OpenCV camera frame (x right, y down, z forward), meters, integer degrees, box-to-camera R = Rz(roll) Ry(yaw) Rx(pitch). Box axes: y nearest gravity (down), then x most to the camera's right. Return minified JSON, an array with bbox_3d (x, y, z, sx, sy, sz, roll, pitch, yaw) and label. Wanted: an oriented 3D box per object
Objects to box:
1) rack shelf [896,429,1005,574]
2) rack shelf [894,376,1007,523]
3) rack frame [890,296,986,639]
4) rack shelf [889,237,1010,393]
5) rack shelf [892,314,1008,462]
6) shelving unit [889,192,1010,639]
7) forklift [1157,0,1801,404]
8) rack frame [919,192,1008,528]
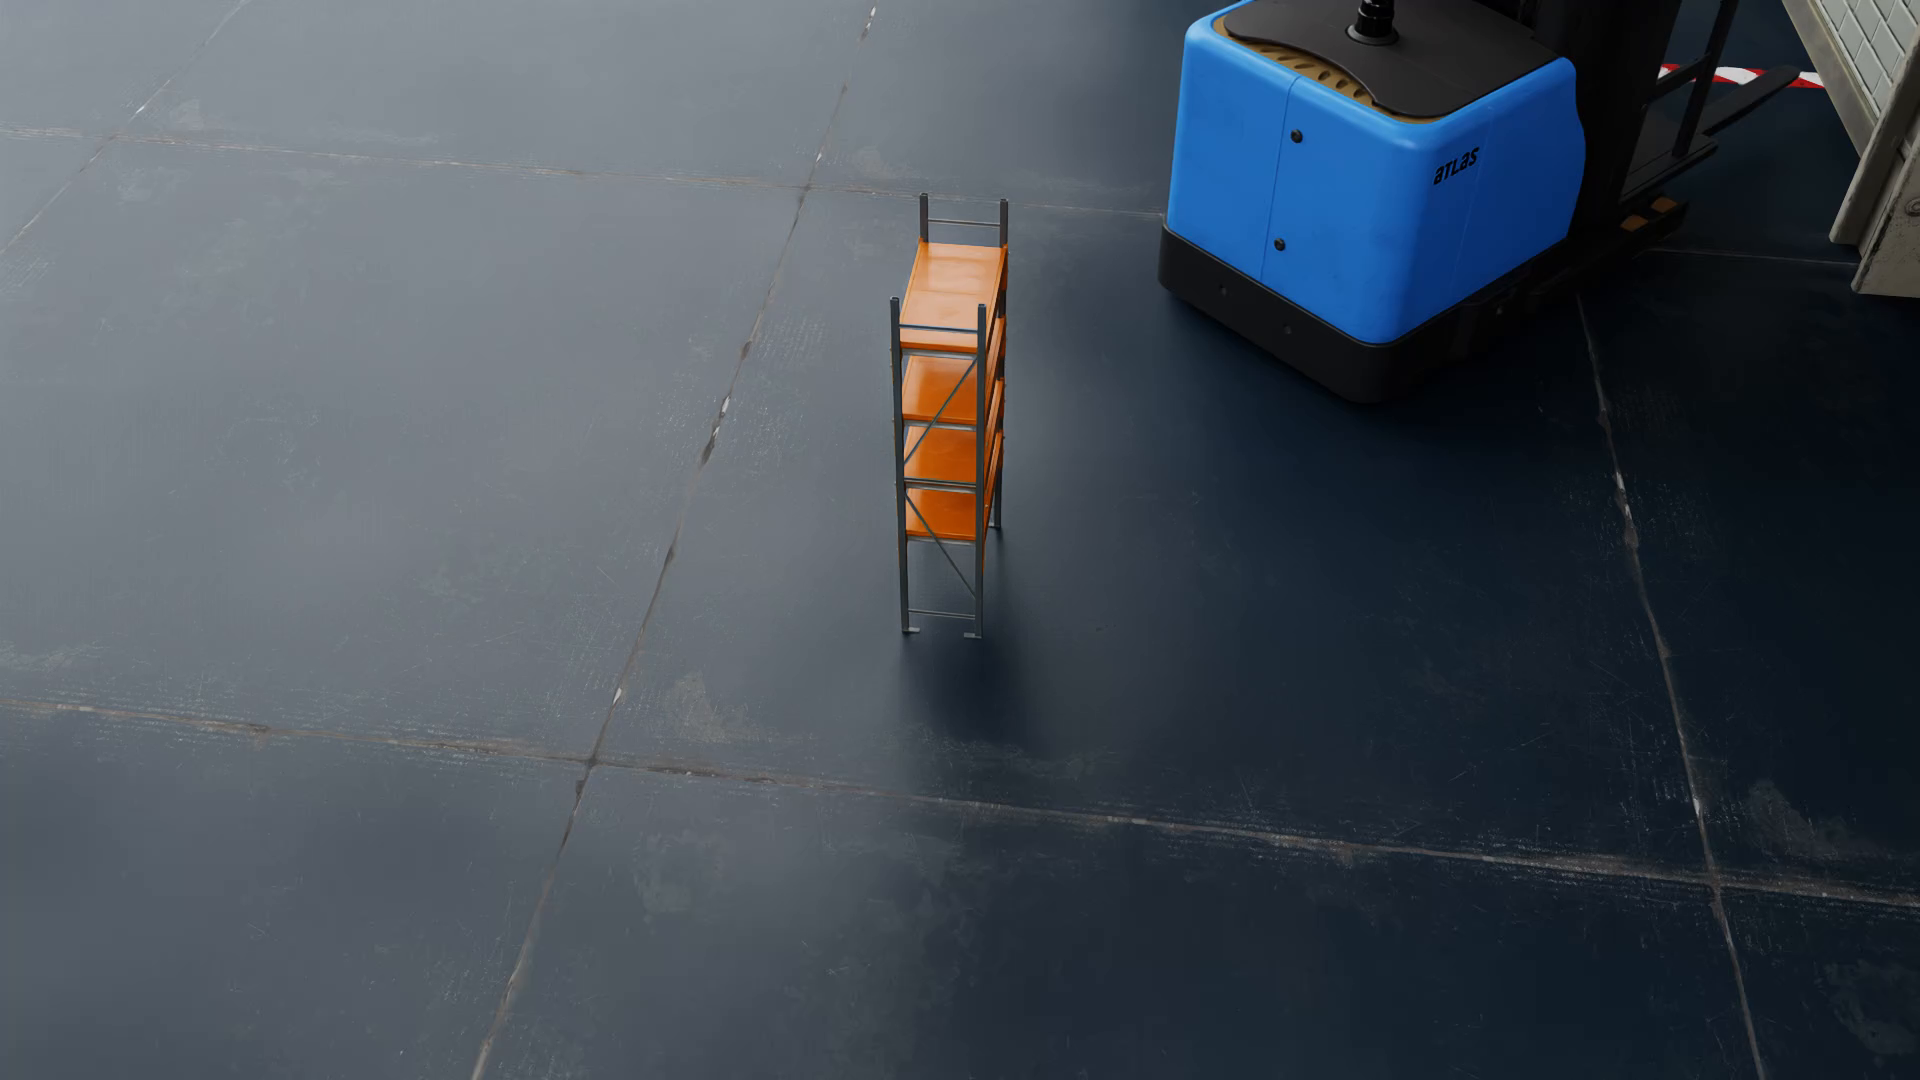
[{"bbox_3d":[-0.022,-0.130,4.901,0.258,0.148,0.480,5,44,6],"label":"rack shelf"},{"bbox_3d":[-0.022,-0.274,4.765,0.258,0.148,0.480,5,44,6],"label":"rack shelf"},{"bbox_3d":[-0.054,-0.157,4.543,0.240,1.200,0.015,5,44,6],"label":"rack frame"},{"bbox_3d":[-0.022,-0.608,4.448,0.258,0.148,0.480,5,44,6],"label":"rack shelf"},{"bbox_3d":[-0.022,-0.436,4.611,0.258,0.148,0.480,5,44,6],"label":"rack shelf"},{"bbox_3d":[-0.022,-0.323,4.718,0.258,1.200,0.503,5,44,6],"label":"shelving unit"},{"bbox_3d":[2.184,-2.391,5.643,3.031,2.935,1.130,-30,51,-28],"label":"forklift"},{"bbox_3d":[0.010,-0.489,4.894,0.240,1.200,0.015,5,44,6],"label":"rack frame"}]
